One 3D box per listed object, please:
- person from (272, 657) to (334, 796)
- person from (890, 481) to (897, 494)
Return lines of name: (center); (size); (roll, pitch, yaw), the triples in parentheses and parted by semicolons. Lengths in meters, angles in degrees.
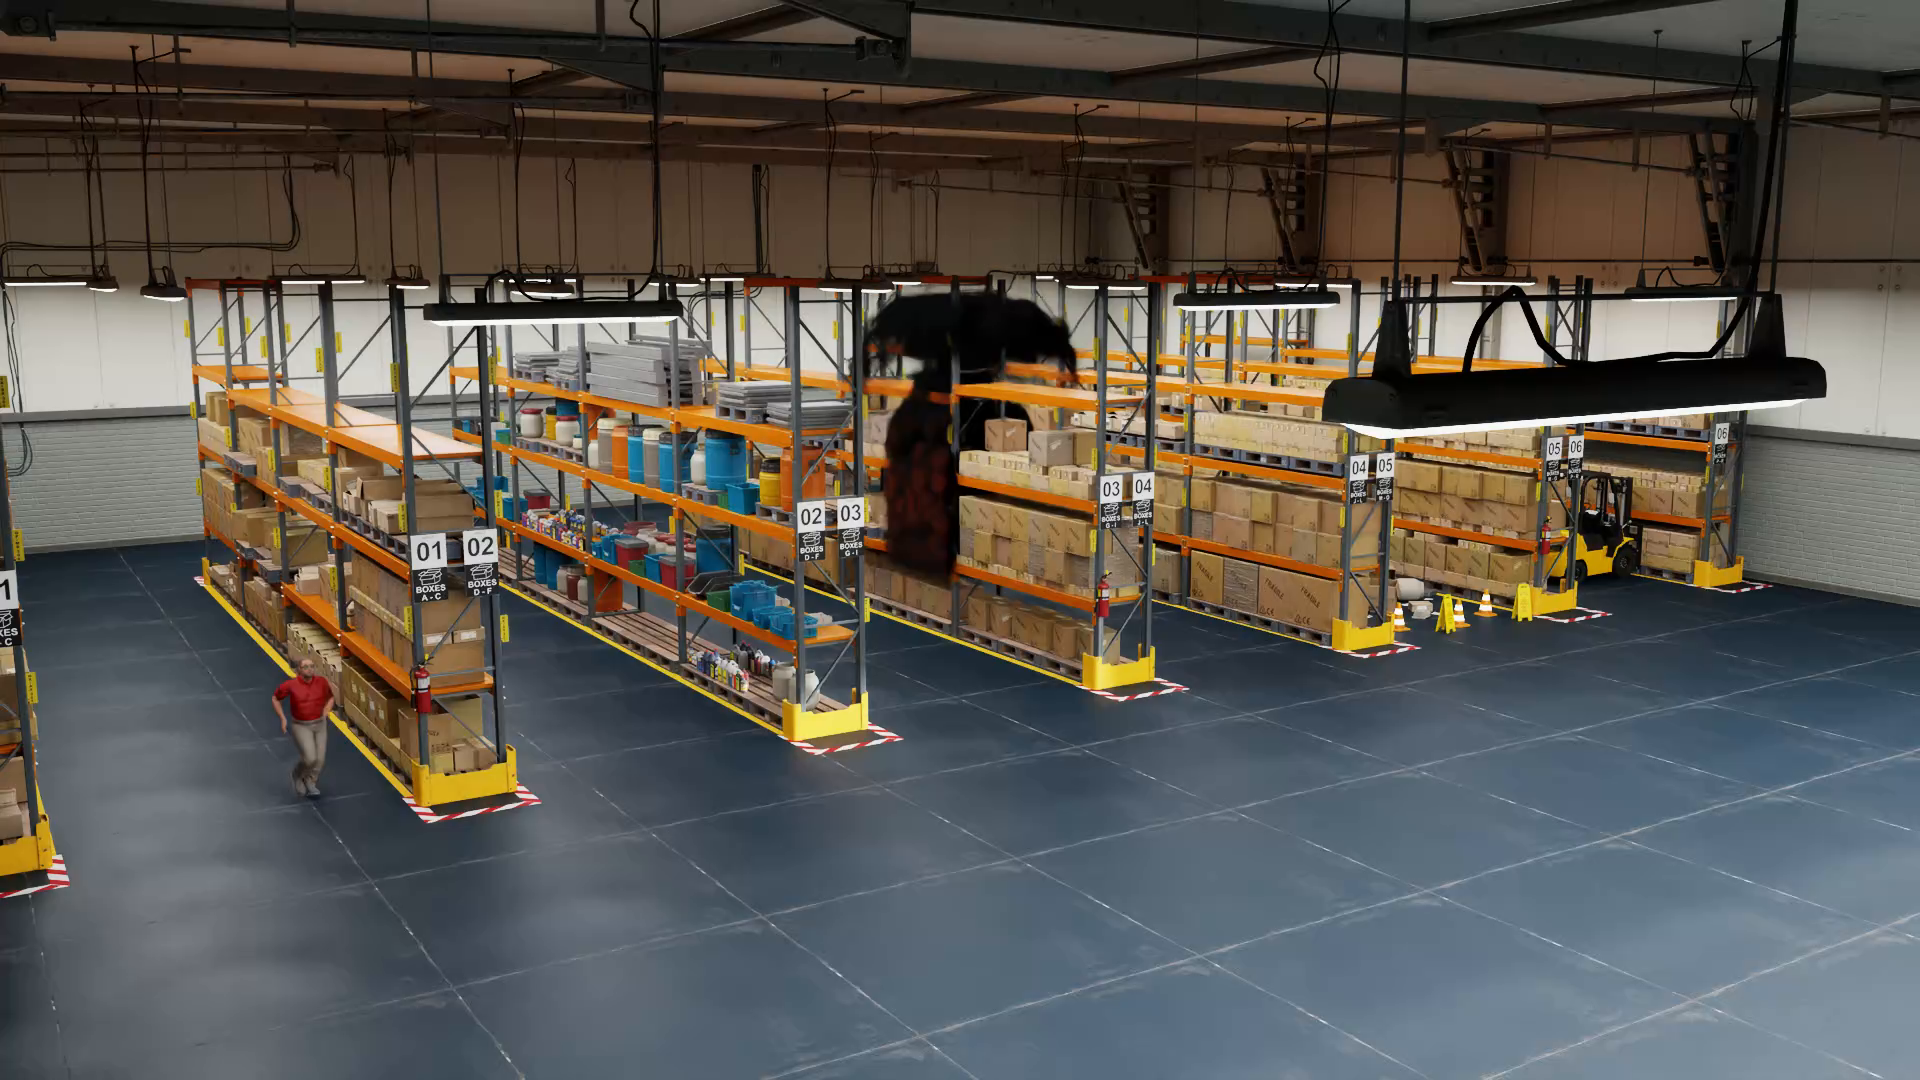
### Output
person: (-7.676, 2.228, 19.653); (0.633, 1.694, 0.646); (9, 13, 44)
person: (-1.673, -1.515, 41.989); (0.518, 1.673, 0.727); (1, 10, 8)
